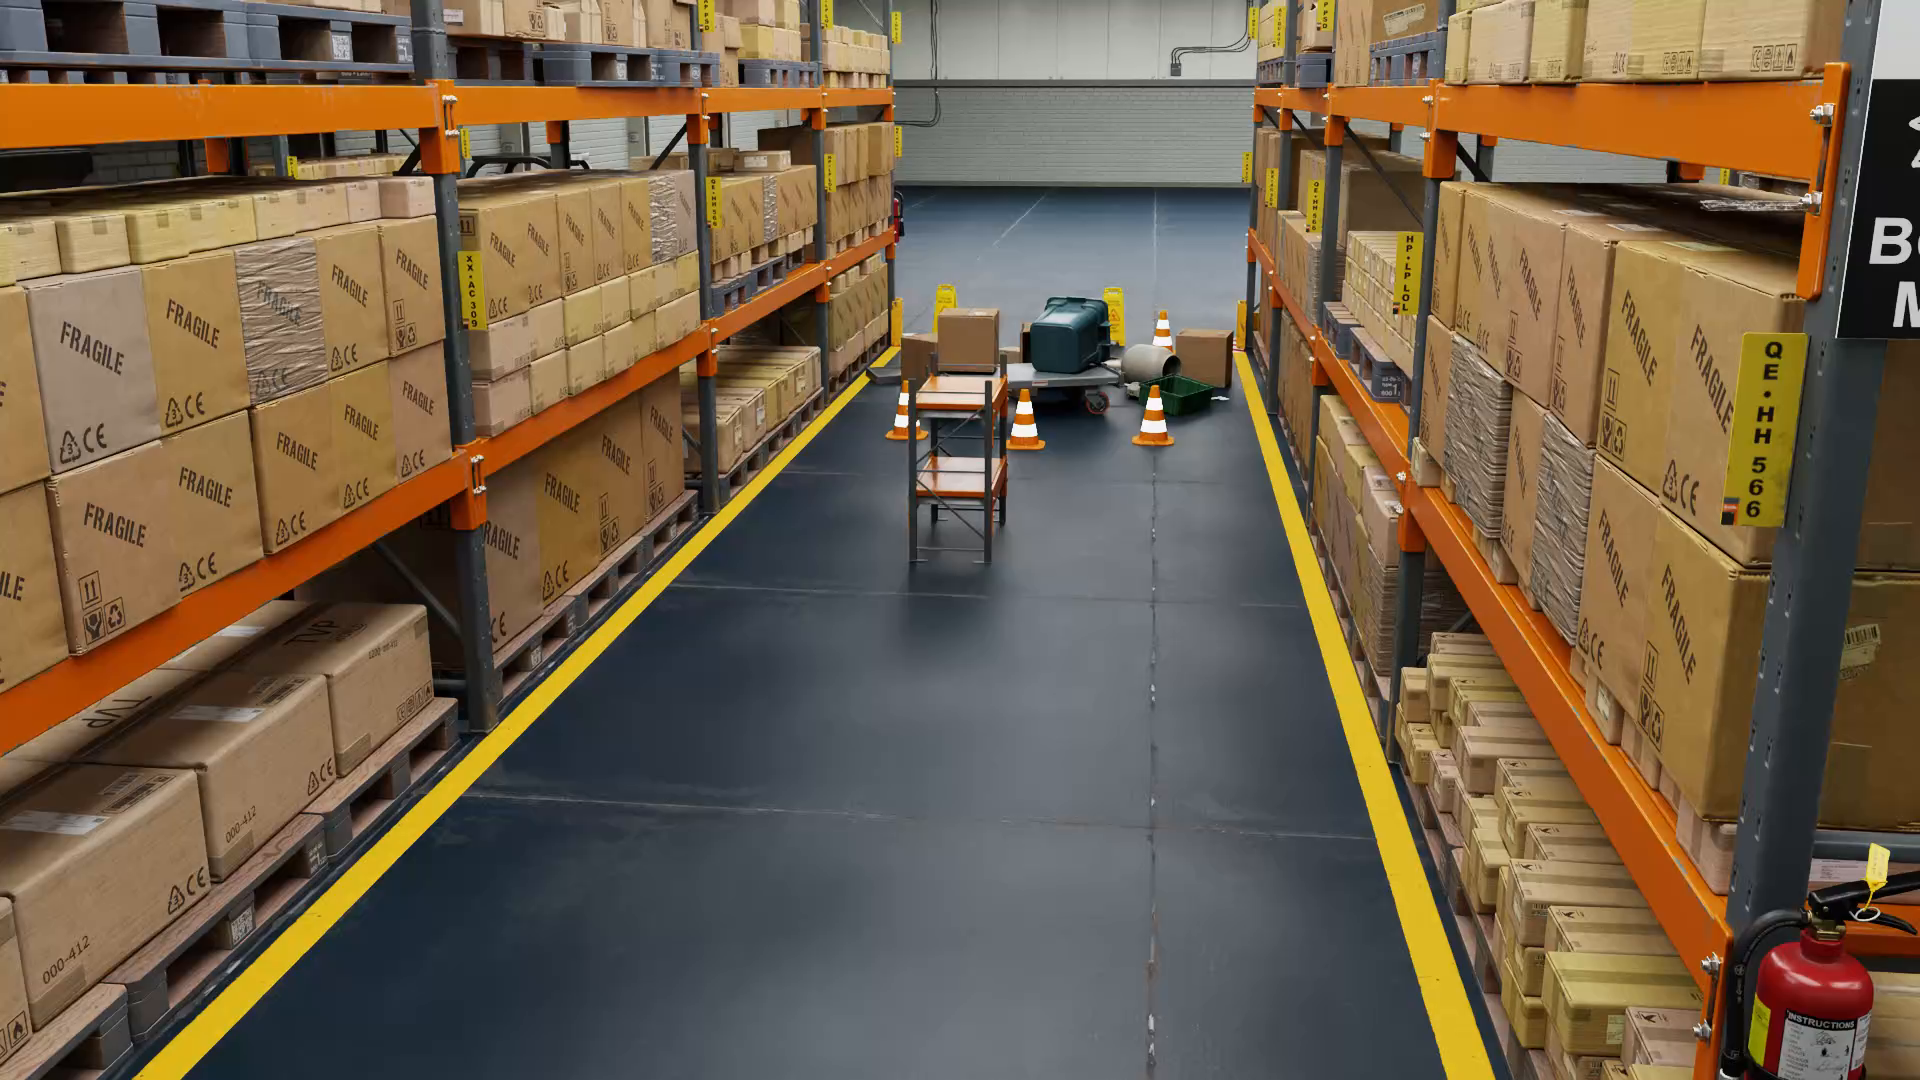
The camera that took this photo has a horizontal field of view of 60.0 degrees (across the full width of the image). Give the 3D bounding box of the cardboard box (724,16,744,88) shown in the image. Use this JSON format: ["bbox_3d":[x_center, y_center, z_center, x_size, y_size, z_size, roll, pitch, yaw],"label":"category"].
[{"bbox_3d":[-2.001,-3.536,12.049,0.797,0.503,0.637,2,15,6],"label":"cardboard box"}]

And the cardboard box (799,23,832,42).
[{"bbox_3d":[-1.334,-4.463,14.629,0.380,0.149,0.250,1,15,5],"label":"cardboard box"}]

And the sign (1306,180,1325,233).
[{"bbox_3d":[2.233,-2.097,10.452,0.100,0.325,0.005,2,15,6],"label":"sign"}]

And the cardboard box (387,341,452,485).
[{"bbox_3d":[-2.395,-0.525,6.666,0.500,0.500,0.500,2,15,7],"label":"cardboard box"}]

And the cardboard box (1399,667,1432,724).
[{"bbox_3d":[1.975,0.629,6.675,0.380,0.149,0.250,2,15,9],"label":"cardboard box"}]

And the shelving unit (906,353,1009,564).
[{"bbox_3d":[-0.001,-0.541,10.509,0.538,1.125,1.048,2,15,6],"label":"shelving unit"}]

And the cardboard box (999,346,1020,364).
[{"bbox_3d":[0.617,-1.941,17.557,0.380,0.149,0.250,11,19,35],"label":"cardboard box"}]

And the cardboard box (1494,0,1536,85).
[{"bbox_3d":[1.893,-1.484,4.943,0.500,0.250,0.500,2,15,9],"label":"cardboard box"}]

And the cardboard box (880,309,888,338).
[{"bbox_3d":[-1.069,-2.369,18.138,0.500,0.250,0.500,2,15,6],"label":"cardboard box"}]

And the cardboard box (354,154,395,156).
[{"bbox_3d":[-6.517,-4.219,18.515,0.380,0.149,0.250,2,15,8],"label":"cardboard box"}]

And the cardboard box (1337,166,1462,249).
[{"bbox_3d":[2.846,-2.170,10.832,0.700,0.500,0.500,2,15,6],"label":"cardboard box"}]

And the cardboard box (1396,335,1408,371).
[{"bbox_3d":[2.269,-0.872,7.818,0.380,0.149,0.250,1,15,3],"label":"cardboard box"}]

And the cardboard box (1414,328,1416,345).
[{"bbox_3d":[2.211,-0.887,7.304,0.380,0.149,0.250,2,15,7],"label":"cardboard box"}]

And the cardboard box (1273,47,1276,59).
[{"bbox_3d":[3.045,-4.440,15.075,0.380,0.149,0.250,2,15,6],"label":"cardboard box"}]

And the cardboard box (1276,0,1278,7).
[{"bbox_3d":[3.047,-4.822,14.960,0.380,0.149,0.250,2,15,7],"label":"cardboard box"}]

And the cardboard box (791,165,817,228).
[{"bbox_3d":[-1.518,-2.948,14.250,0.500,0.500,0.500,1,15,5],"label":"cardboard box"}]

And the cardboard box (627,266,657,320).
[{"bbox_3d":[-2.039,-1.411,9.465,0.500,0.250,0.500,1,15,5],"label":"cardboard box"}]

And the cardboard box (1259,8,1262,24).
[{"bbox_3d":[3.334,-5.483,17.403,0.380,0.149,0.250,2,15,7],"label":"cardboard box"}]

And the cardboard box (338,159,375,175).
[{"bbox_3d":[-6.218,-3.805,16.984,0.380,0.149,0.250,2,15,6],"label":"cardboard box"}]

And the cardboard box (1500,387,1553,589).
[{"bbox_3d":[1.855,-0.158,4.738,0.500,0.500,0.500,2,15,9],"label":"cardboard box"}]

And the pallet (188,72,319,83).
[{"bbox_3d":[-6.555,-4.452,15.803,1.003,0.211,1.213,2,15,6],"label":"pallet"}]

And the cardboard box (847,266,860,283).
[{"bbox_3d":[-1.201,-2.609,16.348,0.380,0.149,0.250,3,15,9],"label":"cardboard box"}]

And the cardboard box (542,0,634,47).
[{"bbox_3d":[-2.056,-2.875,8.807,0.500,0.500,0.500,2,15,7],"label":"cardboard box"}]

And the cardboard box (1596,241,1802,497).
[{"bbox_3d":[1.744,-0.380,3.642,0.500,0.500,0.500,1,15,4],"label":"cardboard box"}]

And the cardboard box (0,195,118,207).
[{"bbox_3d":[-2.984,-1.042,5.418,0.380,0.149,0.250,2,15,6],"label":"cardboard box"}]

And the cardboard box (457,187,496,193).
[{"bbox_3d":[-2.668,-1.524,8.445,0.500,0.500,0.500,2,15,8],"label":"cardboard box"}]

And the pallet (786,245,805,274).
[{"bbox_3d":[-1.924,-2.393,14.133,1.003,0.211,1.213,2,15,6],"label":"pallet"}]

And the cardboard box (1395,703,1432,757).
[{"bbox_3d":[1.973,0.773,6.712,0.380,0.149,0.250,1,15,4],"label":"cardboard box"}]

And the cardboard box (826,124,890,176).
[{"bbox_3d":[-1.103,-3.986,16.980,0.700,0.500,0.500,2,15,6],"label":"cardboard box"}]

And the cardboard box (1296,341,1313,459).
[{"bbox_3d":[3.038,-1.021,12.198,1.050,0.750,0.750,2,15,7],"label":"cardboard box"}]

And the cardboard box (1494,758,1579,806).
[{"bbox_3d":[1.954,0.826,5.377,0.380,0.149,0.250,1,15,4],"label":"cardboard box"}]

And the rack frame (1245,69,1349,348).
[{"bbox_3d":[3.688,-3.597,18.219,1.000,3.000,0.127,2,15,6],"label":"rack frame"}]

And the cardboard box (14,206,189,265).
[{"bbox_3d":[-2.516,-0.896,4.880,0.380,0.149,0.250,1,15,5],"label":"cardboard box"}]

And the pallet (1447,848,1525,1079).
[{"bbox_3d":[2.158,1.354,5.252,1.003,0.211,1.213,2,15,6],"label":"pallet"}]

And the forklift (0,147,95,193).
[{"bbox_3d":[-4.950,-0.873,8.277,1.130,2.935,3.031,2,15,6],"label":"forklift"}]

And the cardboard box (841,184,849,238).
[{"bbox_3d":[-1.333,-3.108,15.649,0.500,0.500,0.500,2,15,6],"label":"cardboard box"}]

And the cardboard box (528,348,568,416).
[{"bbox_3d":[-2.227,-0.773,8.061,0.500,0.250,0.500,1,15,5],"label":"cardboard box"}]

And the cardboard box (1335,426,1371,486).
[{"bbox_3d":[2.341,-0.449,9.125,0.500,0.250,0.500,2,15,7],"label":"cardboard box"}]

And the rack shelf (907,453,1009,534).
[{"bbox_3d":[-0.001,-0.305,10.573,0.538,0.278,1.000,2,15,6],"label":"rack shelf"}]

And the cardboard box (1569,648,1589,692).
[{"bbox_3d":[1.782,0.318,4.222,0.380,0.149,0.250,1,15,4],"label":"cardboard box"}]

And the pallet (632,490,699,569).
[{"bbox_3d":[-2.309,-0.094,10.604,1.003,0.211,1.213,2,15,6],"label":"pallet"}]

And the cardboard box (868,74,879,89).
[{"bbox_3d":[-1.064,-4.809,17.437,0.380,0.149,0.250,2,15,8],"label":"cardboard box"}]

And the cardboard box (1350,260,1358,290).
[{"bbox_3d":[2.502,-1.558,9.783,0.380,0.149,0.250,2,15,9],"label":"cardboard box"}]

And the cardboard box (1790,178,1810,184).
[{"bbox_3d":[8.103,-3.576,15.463,0.500,0.500,0.500,2,15,6],"label":"cardboard box"}]

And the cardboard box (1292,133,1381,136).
[{"bbox_3d":[3.456,-3.530,15.615,0.875,0.550,0.550,2,15,6],"label":"cardboard box"}]

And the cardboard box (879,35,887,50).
[{"bbox_3d":[-0.987,-5.332,17.842,0.380,0.149,0.250,2,15,7],"label":"cardboard box"}]

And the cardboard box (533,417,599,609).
[{"bbox_3d":[-2.512,-0.179,8.845,0.875,0.875,0.875,2,15,8],"label":"cardboard box"}]

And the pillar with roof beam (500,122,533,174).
[{"bbox_3d":[-2.194,-8.033,23.132,9.100,9.000,0.400,2,15,6],"label":"pillar with roof beam"}]

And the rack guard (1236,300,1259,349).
[{"bbox_3d":[3.690,-2.397,18.569,1.175,0.500,0.348,2,15,6],"label":"rack guard"}]

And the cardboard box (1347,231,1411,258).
[{"bbox_3d":[2.540,-1.776,10.020,0.380,0.149,0.250,2,15,6],"label":"cardboard box"}]

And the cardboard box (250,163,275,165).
[{"bbox_3d":[-6.804,-3.554,16.056,0.380,0.149,0.250,2,15,6],"label":"cardboard box"}]

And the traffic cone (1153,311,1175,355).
[{"bbox_3d":[2.217,-2.277,18.196,0.336,0.463,0.334,2,15,6],"label":"traffic cone"}]

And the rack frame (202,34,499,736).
[{"bbox_3d":[-2.596,-0.605,7.152,1.000,3.000,0.127,2,15,6],"label":"rack frame"}]

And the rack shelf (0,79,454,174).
[{"bbox_3d":[-2.822,-1.187,4.936,1.077,0.370,4.000,2,15,6],"label":"rack shelf"}]

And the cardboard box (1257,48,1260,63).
[{"bbox_3d":[3.330,-5.096,17.499,0.380,0.149,0.250,2,15,7],"label":"cardboard box"}]

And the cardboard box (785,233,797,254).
[{"bbox_3d":[-1.543,-2.417,13.532,0.380,0.149,0.250,2,15,7],"label":"cardboard box"}]

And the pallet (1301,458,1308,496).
[{"bbox_3d":[2.949,-0.379,11.658,1.003,0.211,1.213,2,15,6],"label":"pallet"}]
